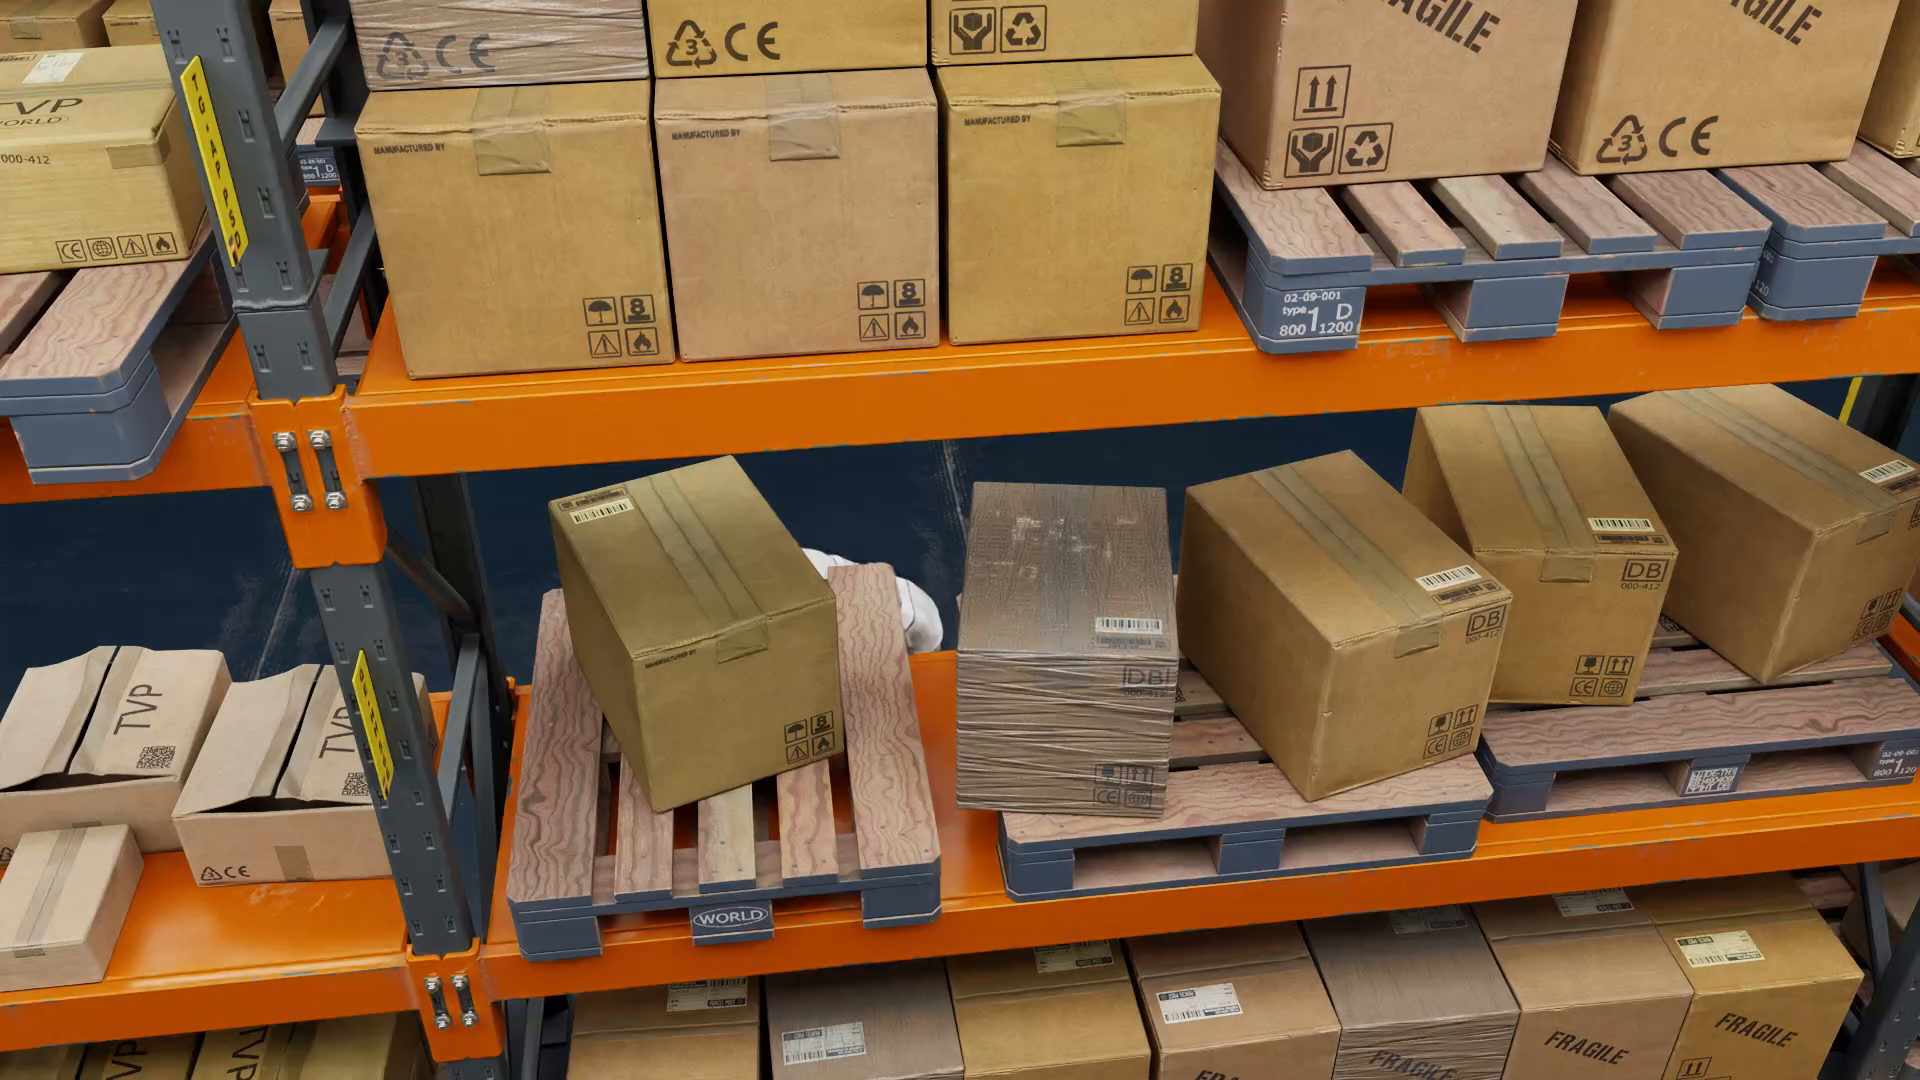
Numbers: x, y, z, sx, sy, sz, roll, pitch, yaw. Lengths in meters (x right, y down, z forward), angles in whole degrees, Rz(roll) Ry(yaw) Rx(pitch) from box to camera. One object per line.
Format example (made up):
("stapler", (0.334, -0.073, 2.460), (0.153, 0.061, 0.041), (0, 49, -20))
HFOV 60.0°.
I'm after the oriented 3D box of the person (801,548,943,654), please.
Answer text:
("person", (-0.470, 0.424, 6.035), (0.820, 1.101, 0.503), (-4, 35, -6))
